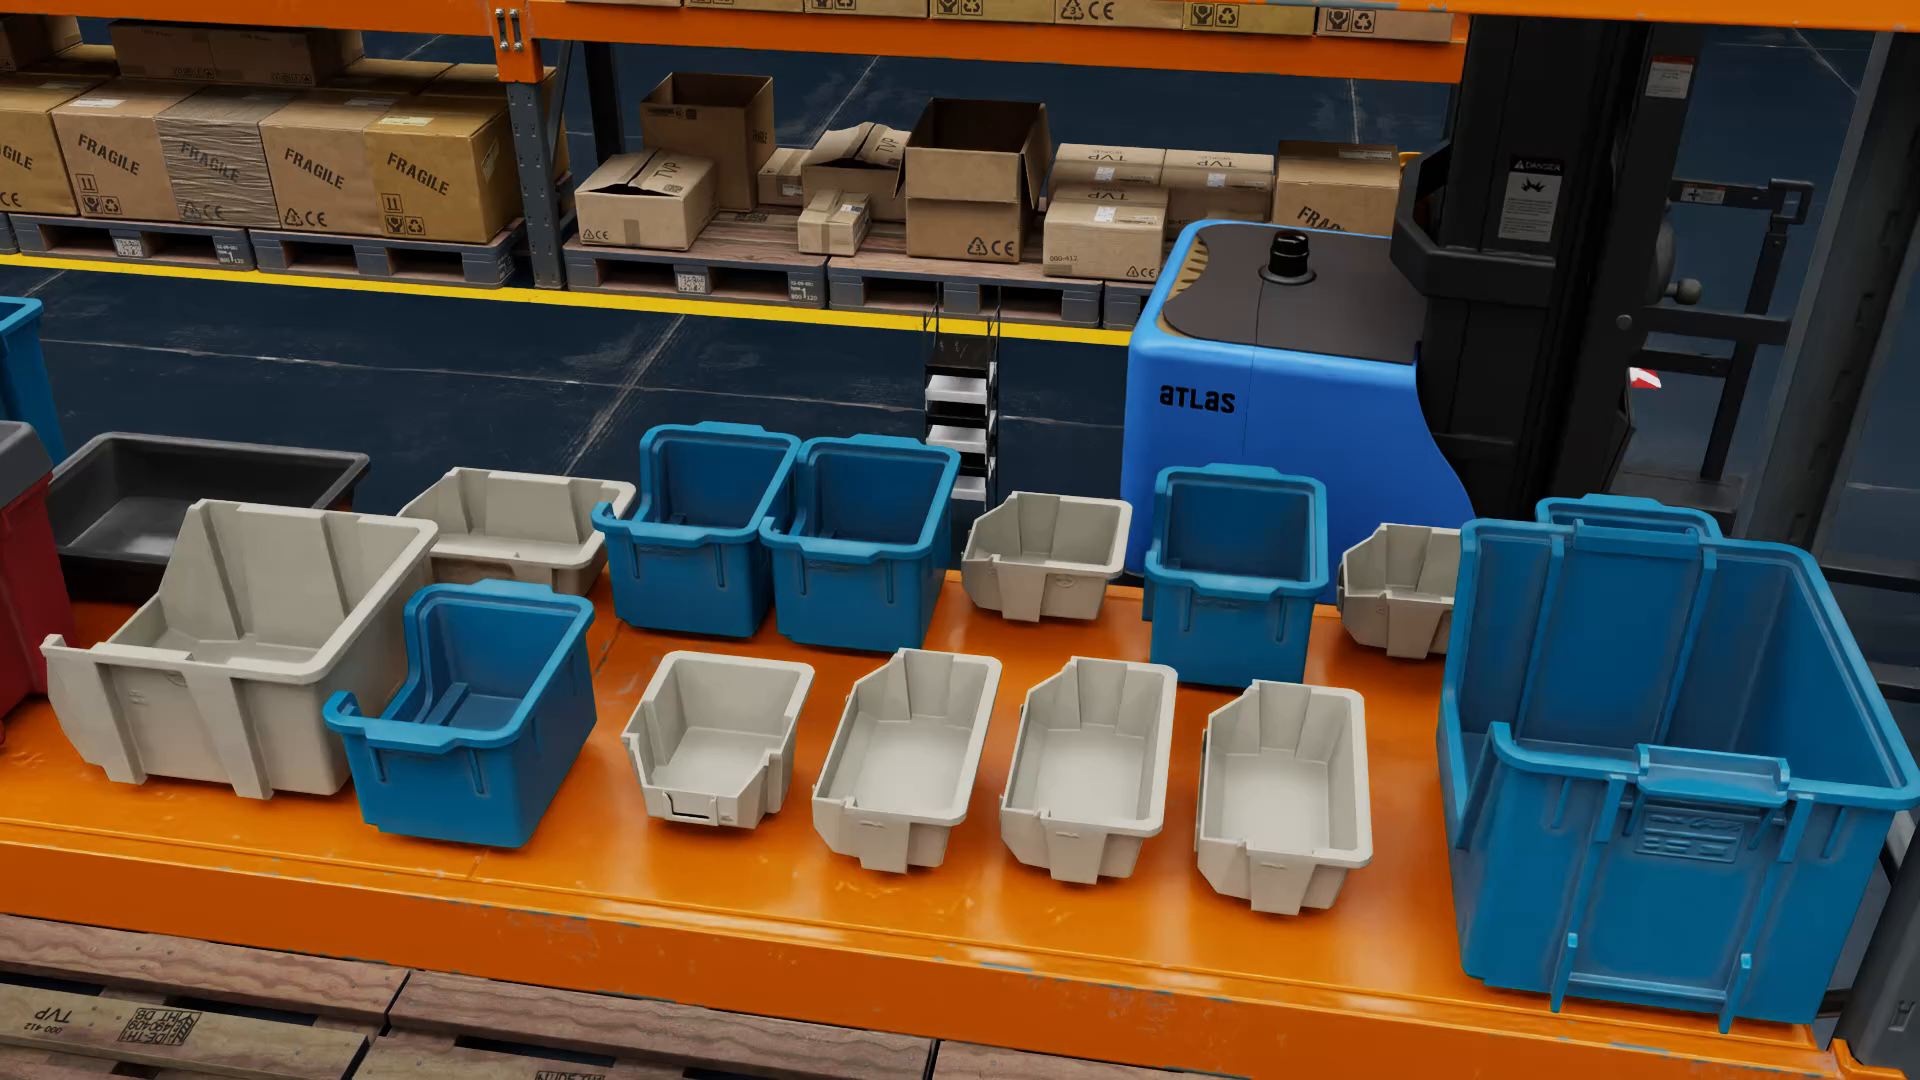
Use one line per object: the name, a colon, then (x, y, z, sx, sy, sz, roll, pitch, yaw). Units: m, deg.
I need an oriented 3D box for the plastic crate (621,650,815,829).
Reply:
plastic crate: (-0.376, 0.324, 2.597, 0.250, 0.136, 0.298, 5, 32, 8)

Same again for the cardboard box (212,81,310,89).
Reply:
cardboard box: (-3.246, -2.057, 8.151, 0.500, 0.500, 0.500, 6, 32, 9)

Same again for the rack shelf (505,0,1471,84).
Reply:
rack shelf: (0.180, -2.186, 7.093, 4.000, 0.370, 1.077, 5, 32, 8)

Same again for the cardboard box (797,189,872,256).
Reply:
cardboard box: (-0.560, -1.432, 7.467, 0.250, 0.166, 0.380, 5, 32, 8)

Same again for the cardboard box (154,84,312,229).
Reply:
cardboard box: (-3.306, -1.784, 7.714, 0.500, 0.500, 0.500, 6, 32, 9)

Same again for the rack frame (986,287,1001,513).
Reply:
rack frame: (0.108, -0.372, 5.496, 0.006, 0.900, 0.240, 5, 32, 8)

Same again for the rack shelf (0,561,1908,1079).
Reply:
rack shelf: (-0.657, 0.405, 2.954, 4.000, 0.370, 1.077, 5, 32, 8)

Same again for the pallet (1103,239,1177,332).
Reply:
pallet: (1.291, -1.207, 7.480, 1.213, 0.211, 1.003, 5, 32, 8)

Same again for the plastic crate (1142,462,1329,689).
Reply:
plastic crate: (0.478, 0.071, 2.911, 0.300, 0.233, 0.416, 5, 32, 8)

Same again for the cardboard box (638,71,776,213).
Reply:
cardboard box: (-1.182, -1.894, 7.889, 0.500, 0.500, 0.500, 5, 32, 8)

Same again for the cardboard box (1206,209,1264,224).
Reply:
cardboard box: (1.190, -1.301, 7.256, 0.250, 0.166, 0.380, 5, 32, 8)

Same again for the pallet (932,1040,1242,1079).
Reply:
pallet: (0.508, 1.366, 3.368, 1.213, 0.211, 1.003, 5, 32, 8)

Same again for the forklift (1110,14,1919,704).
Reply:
forklift: (2.040, -0.926, 4.467, 3.031, 2.935, 1.130, 9, 33, 14)

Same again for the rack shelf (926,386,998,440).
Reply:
rack shelf: (0.008, -0.429, 5.480, 0.200, 0.077, 0.258, 5, 32, 8)

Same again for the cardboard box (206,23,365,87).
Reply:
cardboard box: (-3.213, -2.374, 7.950, 0.500, 0.250, 0.500, 5, 32, 8)

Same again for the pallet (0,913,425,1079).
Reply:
pallet: (-1.897, 1.148, 3.716, 1.213, 0.211, 1.003, 5, 32, 8)

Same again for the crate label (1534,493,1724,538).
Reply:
crate label: (1.127, 0.129, 2.817, 0.303, 0.233, 0.416, 5, 32, 8)

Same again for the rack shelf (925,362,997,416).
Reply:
rack shelf: (0.008, -0.505, 5.432, 0.200, 0.077, 0.258, 5, 32, 8)

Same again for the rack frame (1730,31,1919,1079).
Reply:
rack frame: (1.314, 0.280, 2.476, 0.053, 2.616, 0.949, 5, 32, 8)

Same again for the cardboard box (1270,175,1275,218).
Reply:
cardboard box: (1.550, -1.537, 7.634, 0.250, 0.166, 0.380, 5, 32, 8)

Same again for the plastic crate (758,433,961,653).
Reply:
plastic crate: (-0.171, 0.012, 3.005, 0.300, 0.233, 0.416, 5, 32, 8)

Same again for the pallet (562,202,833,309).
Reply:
pallet: (-1.114, -1.425, 7.828, 1.213, 0.211, 1.003, 5, 32, 8)

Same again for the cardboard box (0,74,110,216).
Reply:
cardboard box: (-4.323, -1.872, 7.855, 0.500, 0.500, 0.500, 5, 32, 8)

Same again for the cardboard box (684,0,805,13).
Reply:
cardboard box: (-0.829, -2.480, 6.790, 0.500, 0.500, 0.500, 6, 32, 9)

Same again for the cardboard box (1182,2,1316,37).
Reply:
cardboard box: (1.152, -2.297, 6.498, 0.500, 0.500, 0.500, 5, 32, 9)

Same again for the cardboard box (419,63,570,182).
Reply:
cardboard box: (-2.227, -1.967, 8.006, 0.500, 0.500, 0.500, 4, 32, 6)

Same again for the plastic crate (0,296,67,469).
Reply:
plastic crate: (-2.111, -0.234, 3.256, 0.575, 0.384, 0.392, 5, 32, 8)

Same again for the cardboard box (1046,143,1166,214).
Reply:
cardboard box: (0.678, -1.619, 7.687, 0.500, 0.250, 0.500, 5, 32, 8)

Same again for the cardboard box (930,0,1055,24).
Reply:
cardboard box: (0.165, -2.389, 6.645, 0.500, 0.500, 0.500, 5, 32, 8)

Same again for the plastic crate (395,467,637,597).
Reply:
plastic crate: (-0.861, 0.006, 3.106, 0.466, 0.136, 0.293, 5, 32, 8)

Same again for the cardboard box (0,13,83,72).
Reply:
cardboard box: (-4.717, -2.507, 8.163, 0.500, 0.250, 0.500, 6, 33, 10)

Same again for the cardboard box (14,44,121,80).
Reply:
cardboard box: (-4.263, -2.146, 8.293, 0.500, 0.500, 0.500, 4, 32, 6)

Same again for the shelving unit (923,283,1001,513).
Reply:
shelving unit: (0.008, -0.381, 5.510, 0.210, 0.900, 0.258, 5, 32, 8)

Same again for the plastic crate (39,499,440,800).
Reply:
plastic crate: (-1.154, 0.179, 2.693, 0.530, 0.282, 0.437, 5, 32, 8)

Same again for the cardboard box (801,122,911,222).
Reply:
cardboard box: (-0.443, -1.746, 7.833, 0.500, 0.311, 0.500, 5, 32, 8)

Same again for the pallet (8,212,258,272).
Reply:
pallet: (-3.806, -1.648, 8.183, 1.213, 0.211, 1.003, 5, 32, 8)

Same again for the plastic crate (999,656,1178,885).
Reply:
plastic crate: (0.197, 0.353, 2.551, 0.243, 0.136, 0.396, 5, 32, 8)

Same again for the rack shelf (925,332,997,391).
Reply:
rack shelf: (0.008, -0.581, 5.385, 0.200, 0.077, 0.258, 5, 32, 8)

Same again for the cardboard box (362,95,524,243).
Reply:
cardboard box: (-2.326, -1.690, 7.565, 0.500, 0.500, 0.500, 5, 32, 8)
